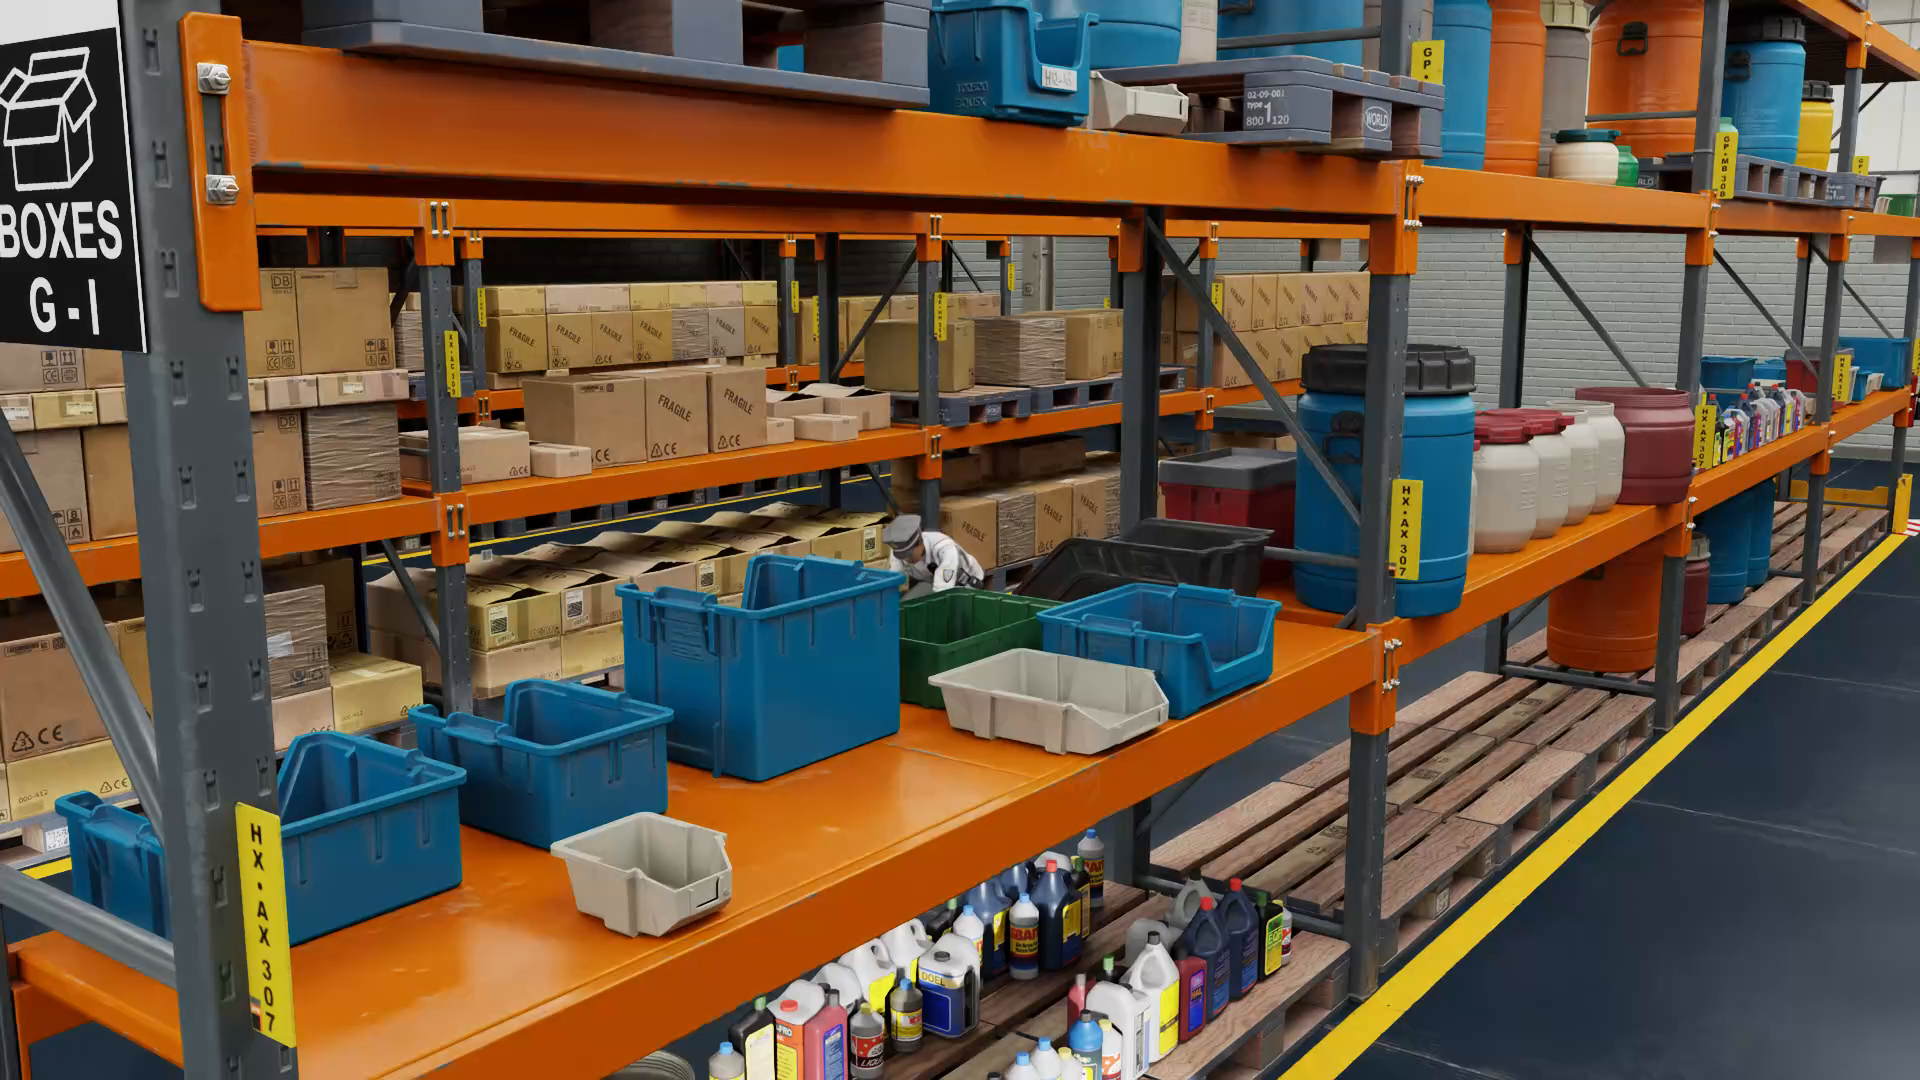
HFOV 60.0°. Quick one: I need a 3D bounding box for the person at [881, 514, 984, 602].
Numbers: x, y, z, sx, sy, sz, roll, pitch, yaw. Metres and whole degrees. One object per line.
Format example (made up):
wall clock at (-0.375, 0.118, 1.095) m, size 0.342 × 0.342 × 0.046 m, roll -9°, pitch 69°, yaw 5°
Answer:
person at (-0.175, 0.324, 9.907) m, size 0.497 × 1.028 × 0.837 m, roll 7°, pitch 12°, yaw 36°
